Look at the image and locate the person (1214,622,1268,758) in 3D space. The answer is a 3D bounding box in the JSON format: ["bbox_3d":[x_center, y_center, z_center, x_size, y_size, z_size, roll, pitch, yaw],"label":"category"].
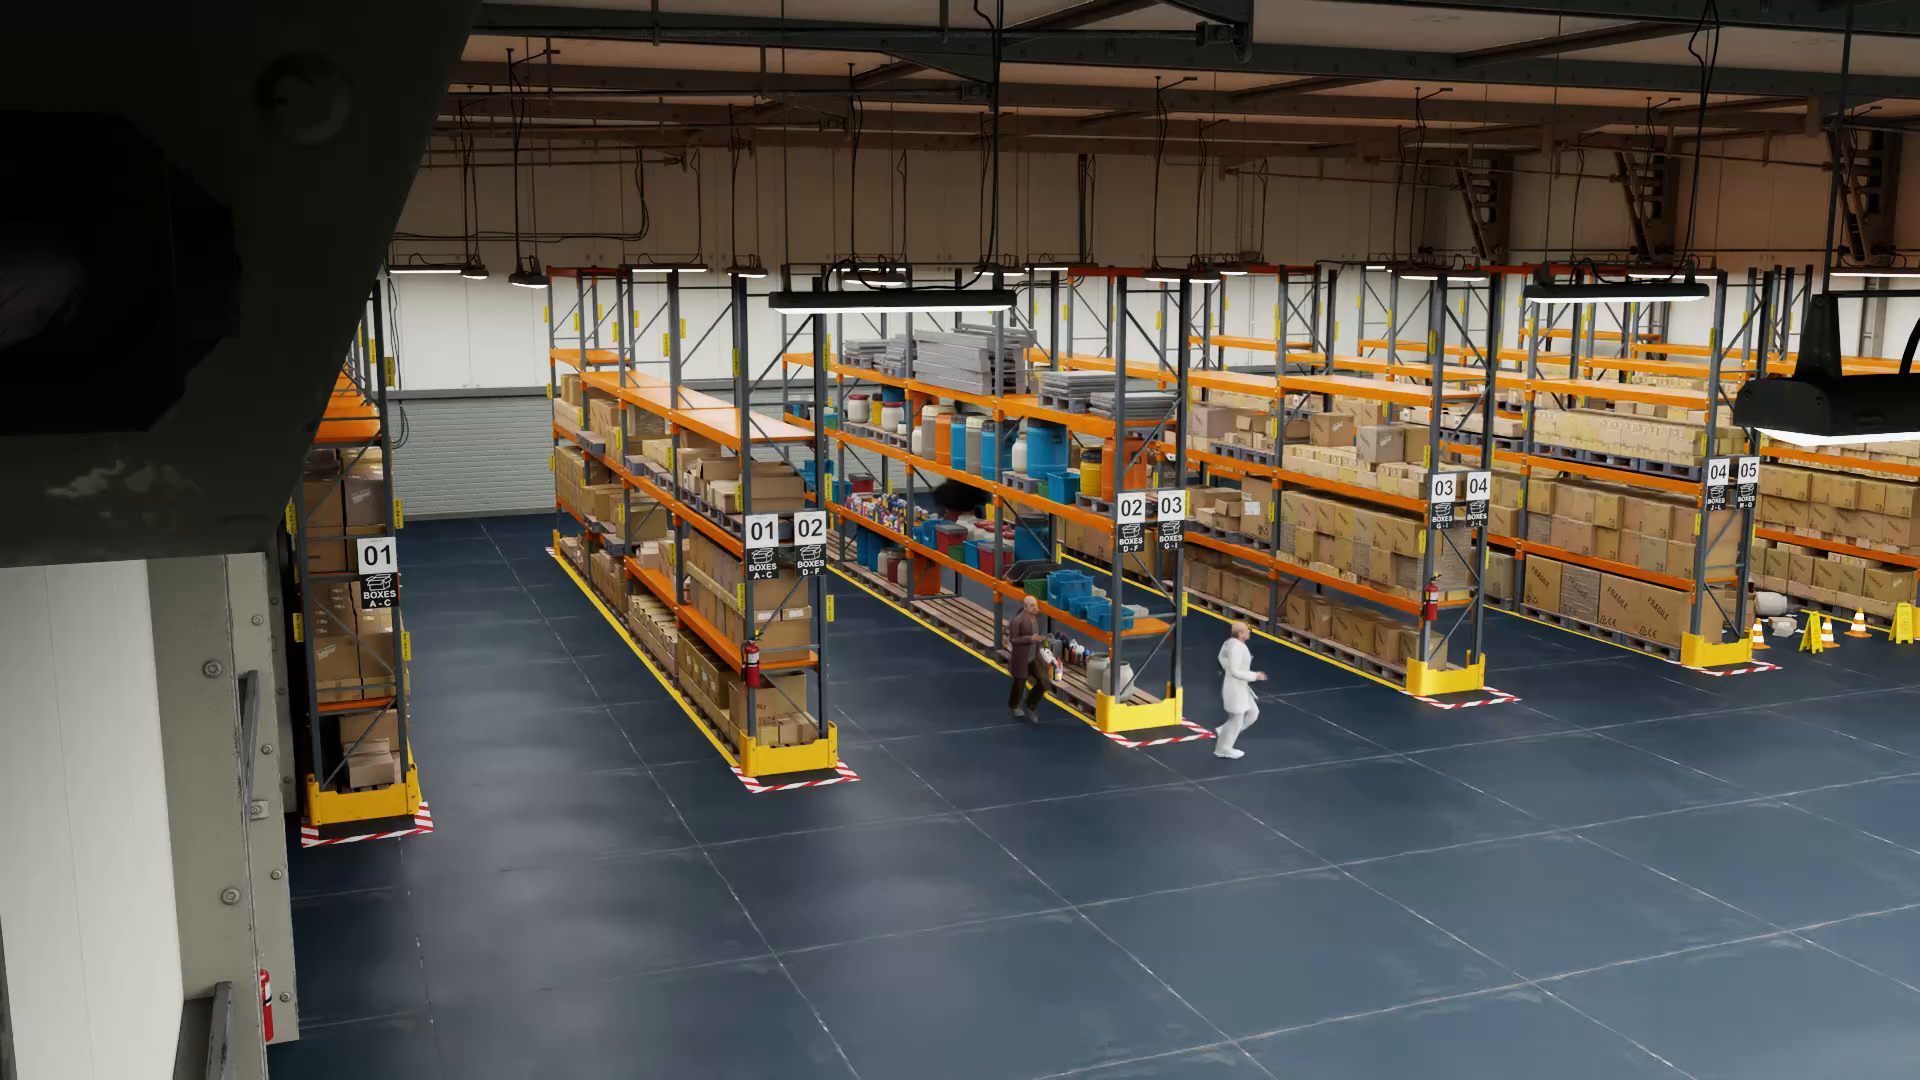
[{"bbox_3d":[3.522,1.881,20.797,0.642,1.743,0.684,2,10,11],"label":"person"}]

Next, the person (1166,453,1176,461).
[{"bbox_3d":[5.107,-1.630,41.105,0.894,1.628,0.660,-3,10,-17],"label":"person"}]

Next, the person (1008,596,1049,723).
[{"bbox_3d":[0.907,1.604,22.373,0.660,1.781,0.884,-6,11,-29],"label":"person"}]

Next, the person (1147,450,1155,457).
[{"bbox_3d":[4.527,-1.374,39.924,0.521,1.594,0.728,0,10,0],"label":"person"}]
